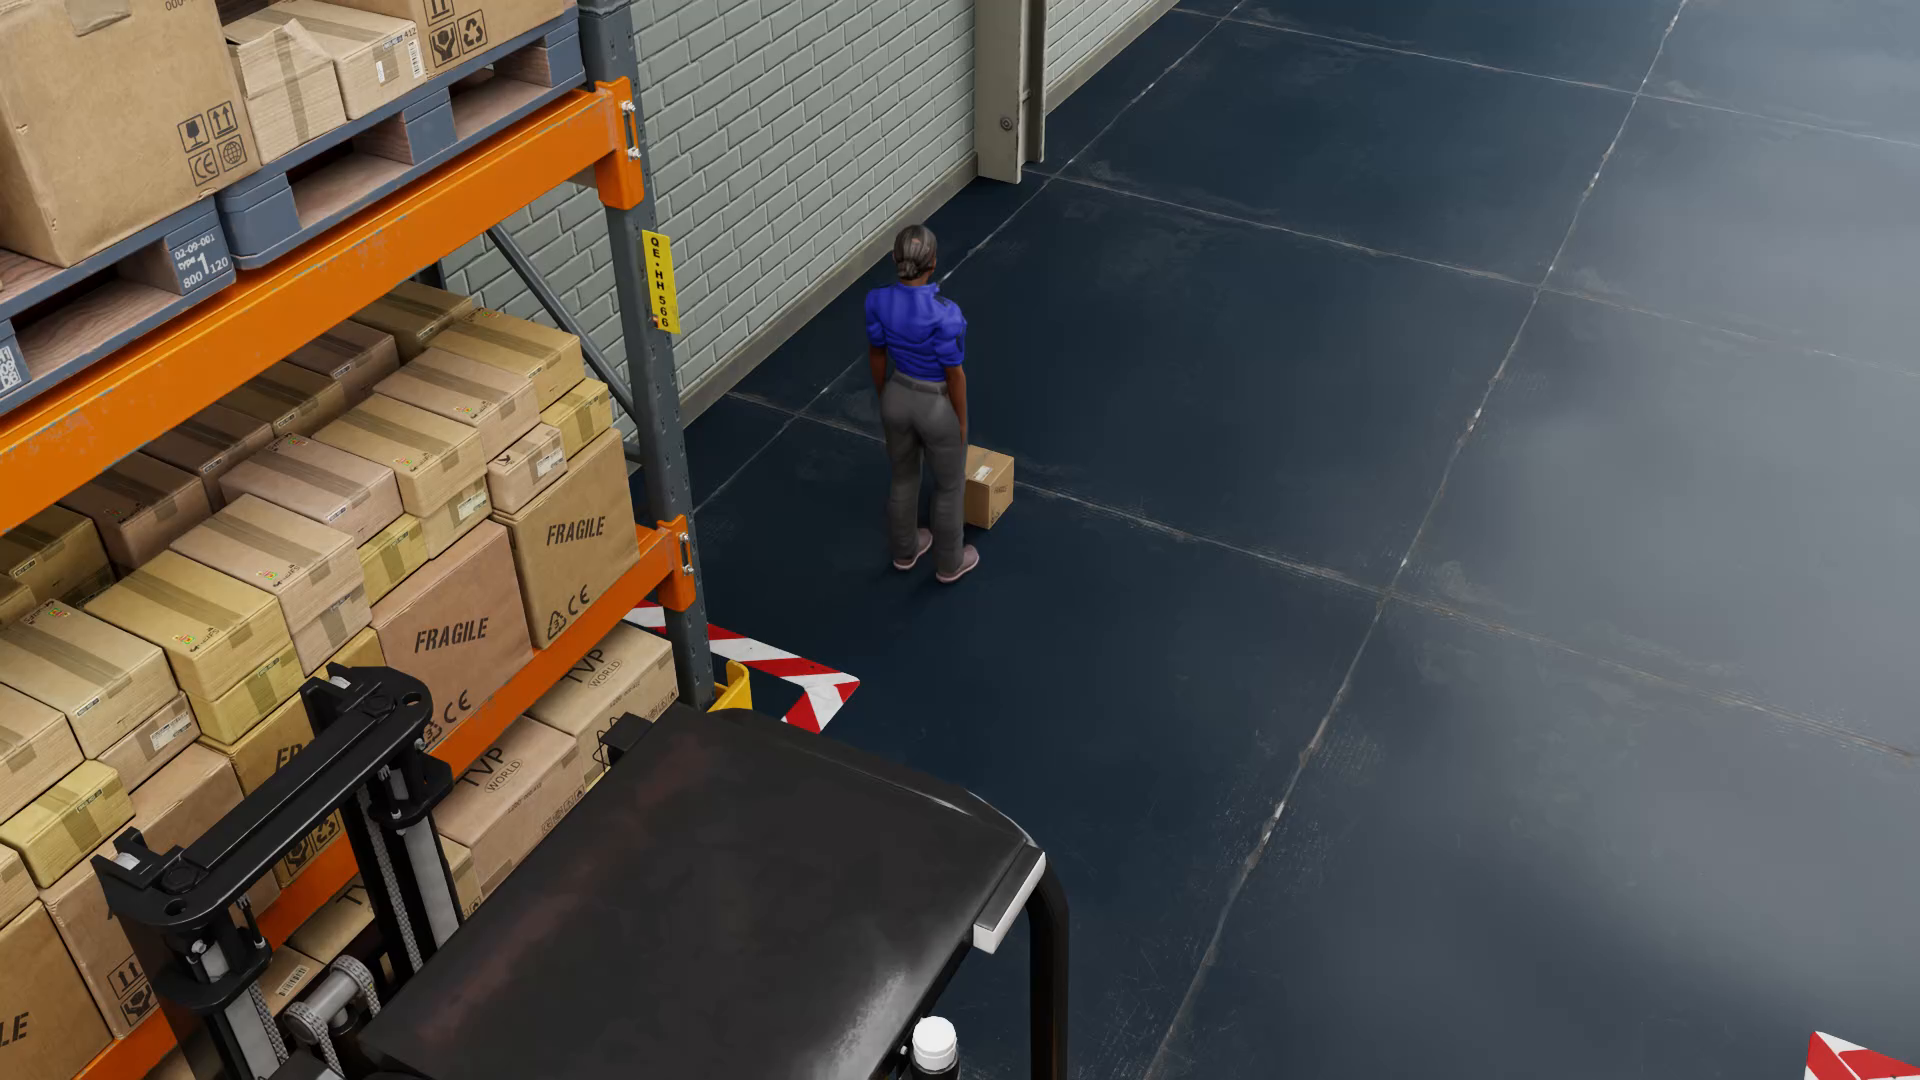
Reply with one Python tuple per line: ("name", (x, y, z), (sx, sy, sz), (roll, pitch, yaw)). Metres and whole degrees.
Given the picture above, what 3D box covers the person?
("person", (-0.148, -0.551, 6.854), (0.448, 1.678, 0.355), (18, 42, 22))
